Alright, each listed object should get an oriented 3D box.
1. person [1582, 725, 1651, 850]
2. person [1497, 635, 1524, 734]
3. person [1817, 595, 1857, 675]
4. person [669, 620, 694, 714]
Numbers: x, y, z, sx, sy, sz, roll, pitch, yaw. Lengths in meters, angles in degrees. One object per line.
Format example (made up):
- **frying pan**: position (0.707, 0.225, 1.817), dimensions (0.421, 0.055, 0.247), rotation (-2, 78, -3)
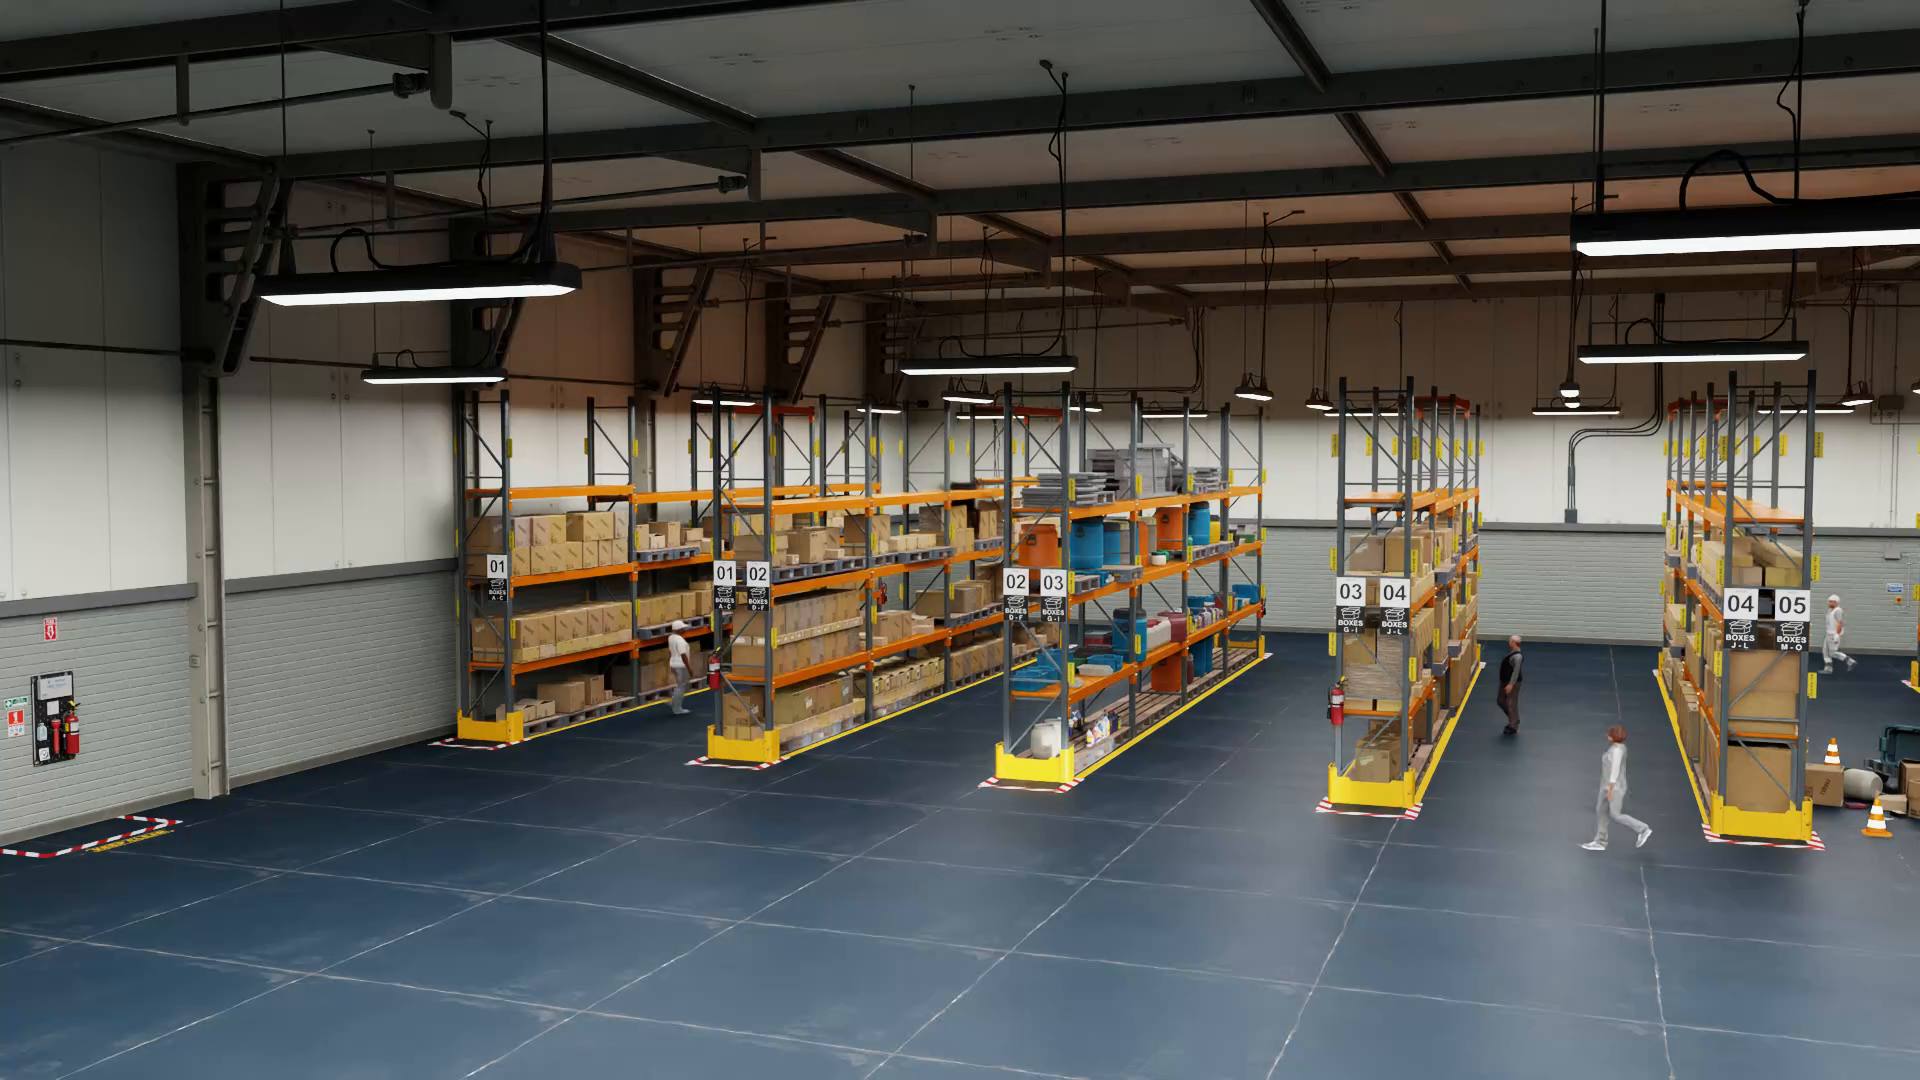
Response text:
- **person**: position (8.141, 3.074, 20.584), dimensions (0.751, 1.577, 0.406), rotation (0, 3, -2)
- **person**: position (9.705, 2.537, 29.261), dimensions (0.437, 1.730, 0.620), rotation (0, 3, -3)
- **person**: position (19.315, 2.093, 36.613), dimensions (0.754, 1.768, 0.576), rotation (1, 3, 19)
- **person**: position (-5.226, 2.389, 31.245), dimensions (0.436, 1.774, 0.588), rotation (-2, 4, -34)
